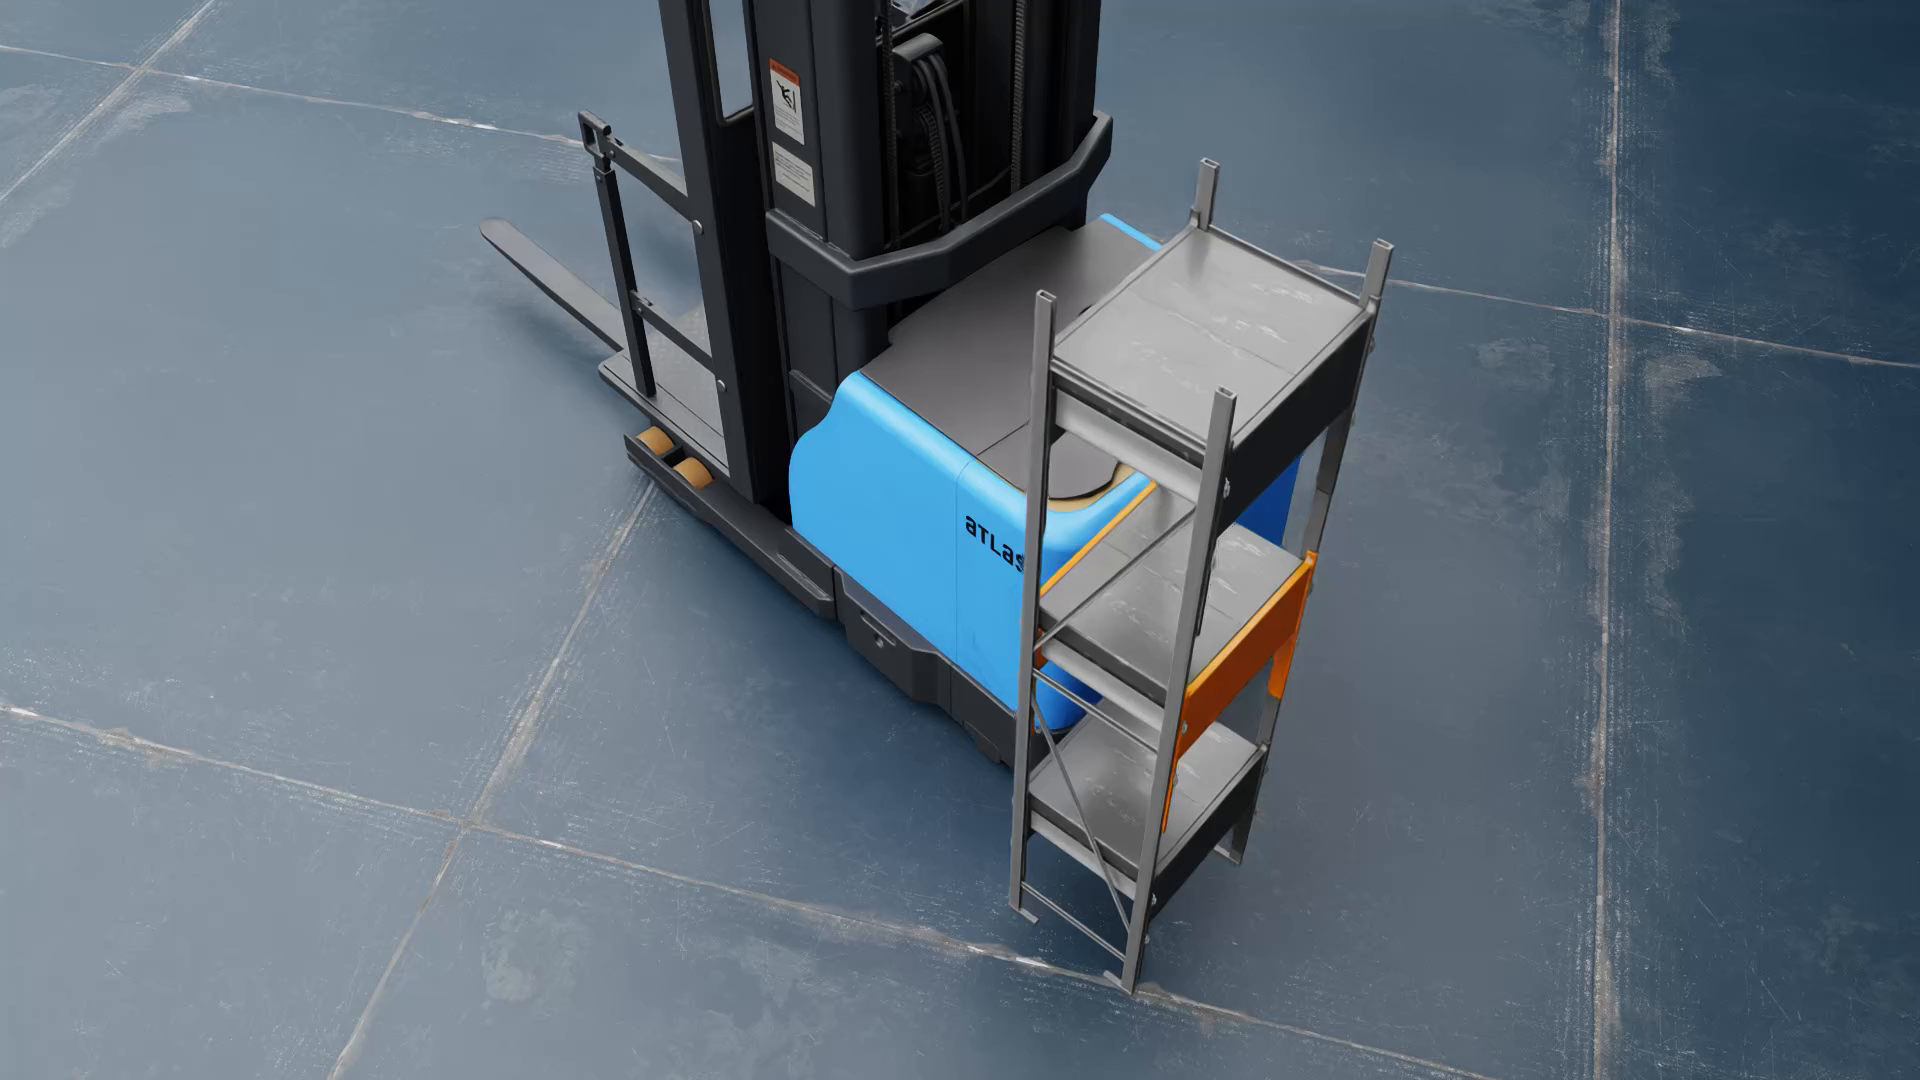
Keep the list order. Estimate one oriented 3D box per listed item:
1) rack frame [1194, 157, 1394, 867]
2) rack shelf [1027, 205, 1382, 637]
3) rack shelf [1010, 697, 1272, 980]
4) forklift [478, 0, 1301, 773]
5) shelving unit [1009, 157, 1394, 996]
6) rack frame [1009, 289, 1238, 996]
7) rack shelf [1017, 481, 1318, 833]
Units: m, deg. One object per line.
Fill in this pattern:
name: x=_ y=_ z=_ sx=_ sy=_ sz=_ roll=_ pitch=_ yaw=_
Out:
rack frame: x=0.600 y=0.086 z=3.771 sx=0.400 sy=2.100 sz=0.015 roll=32 pitch=56 yaw=25
rack shelf: x=0.443 y=-0.226 z=3.132 sx=0.431 sy=0.518 sz=0.480 roll=32 pitch=56 yaw=25
rack shelf: x=0.443 y=0.697 z=4.185 sx=0.431 sy=0.518 sz=0.480 roll=32 pitch=56 yaw=25
forklift: x=-0.435 y=-1.308 z=4.450 sx=1.130 sy=2.935 sz=3.031 roll=-36 pitch=58 yaw=-27
shelving unit: x=0.443 y=0.227 z=3.648 sx=0.431 sy=2.100 sz=0.503 roll=32 pitch=56 yaw=25
rack frame: x=0.286 y=0.367 z=3.525 sx=0.400 sy=2.100 sz=0.015 roll=32 pitch=56 yaw=25
rack shelf: x=0.443 y=0.236 z=3.658 sx=0.431 sy=0.518 sz=0.480 roll=32 pitch=56 yaw=25
